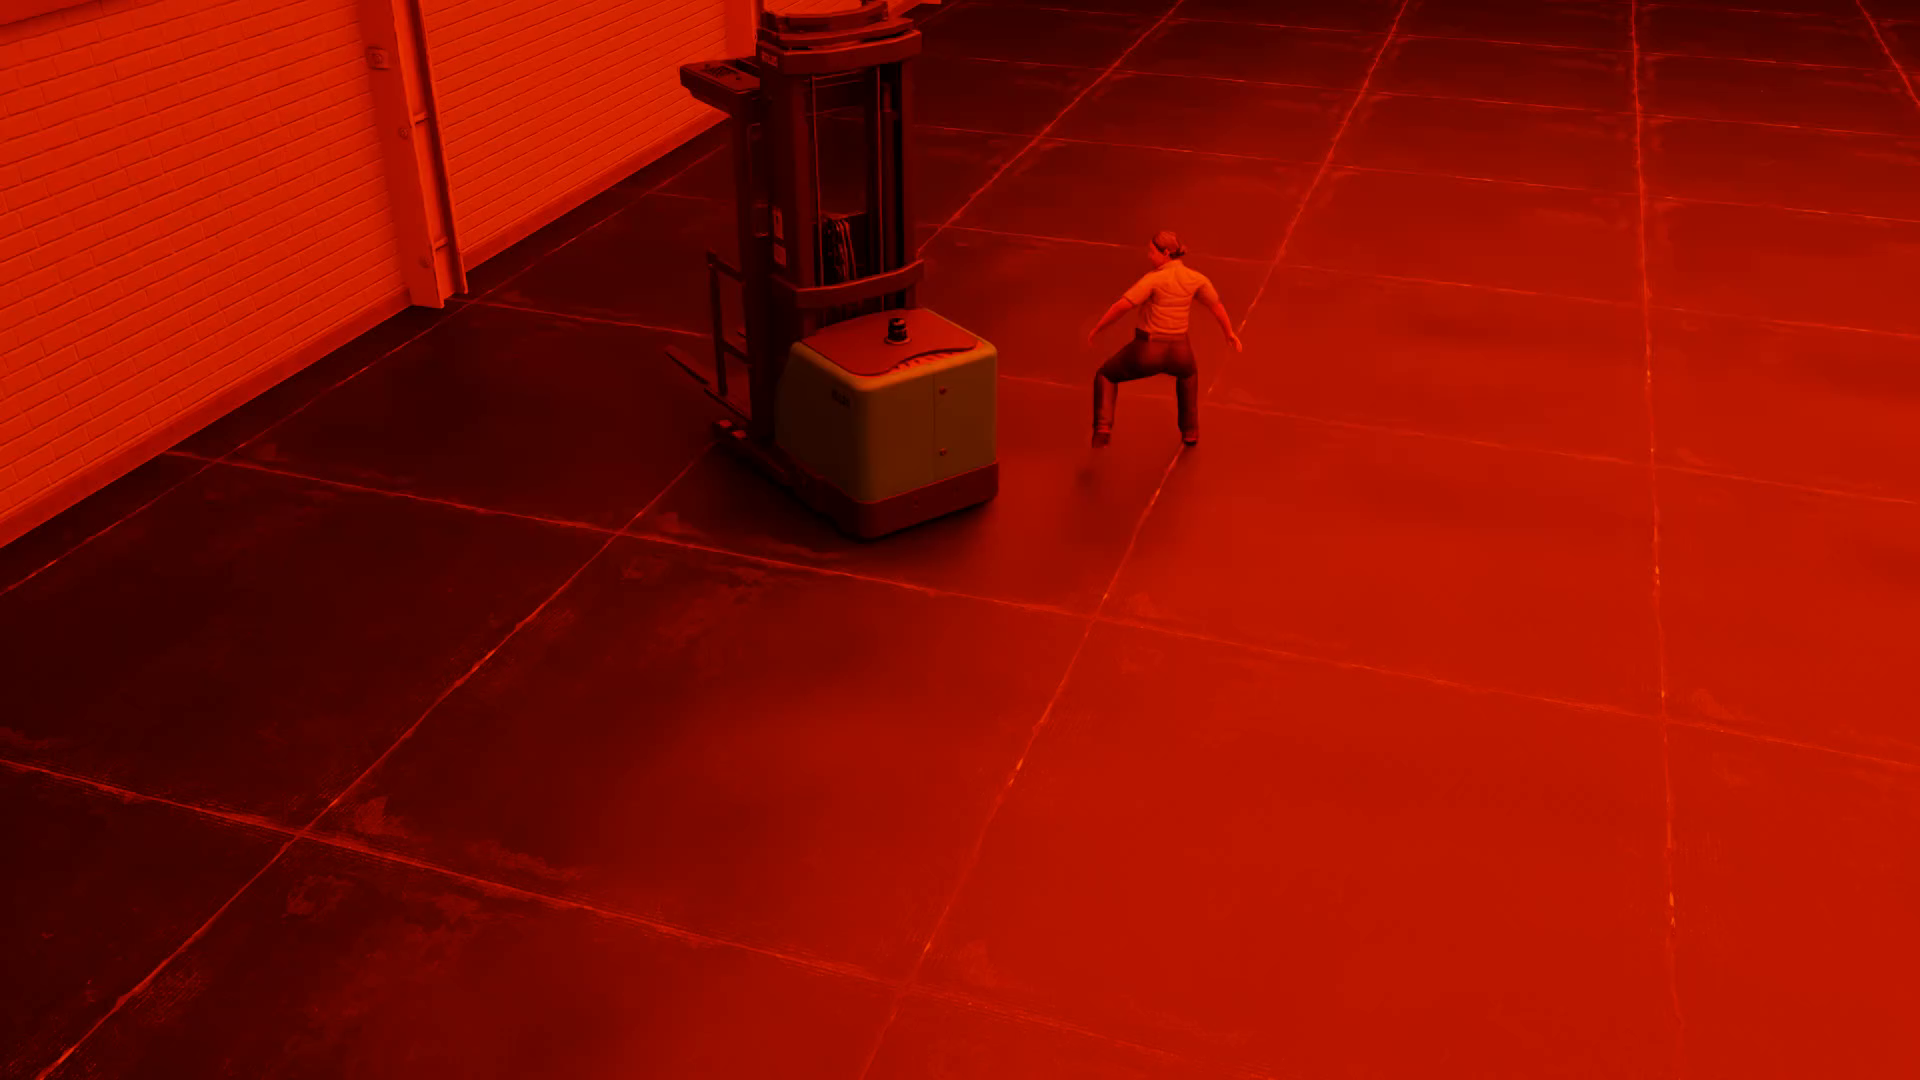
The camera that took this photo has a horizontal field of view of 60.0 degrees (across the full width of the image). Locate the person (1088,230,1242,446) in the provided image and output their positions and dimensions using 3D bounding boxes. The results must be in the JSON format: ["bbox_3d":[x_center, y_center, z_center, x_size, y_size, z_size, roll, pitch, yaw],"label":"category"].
[{"bbox_3d":[1.339,-1.270,10.867,1.049,1.542,0.485,-7,30,-12],"label":"person"}]

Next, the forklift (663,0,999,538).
[{"bbox_3d":[-1.018,-1.963,10.579,1.130,2.935,3.031,-19,35,-30],"label":"forklift"}]
